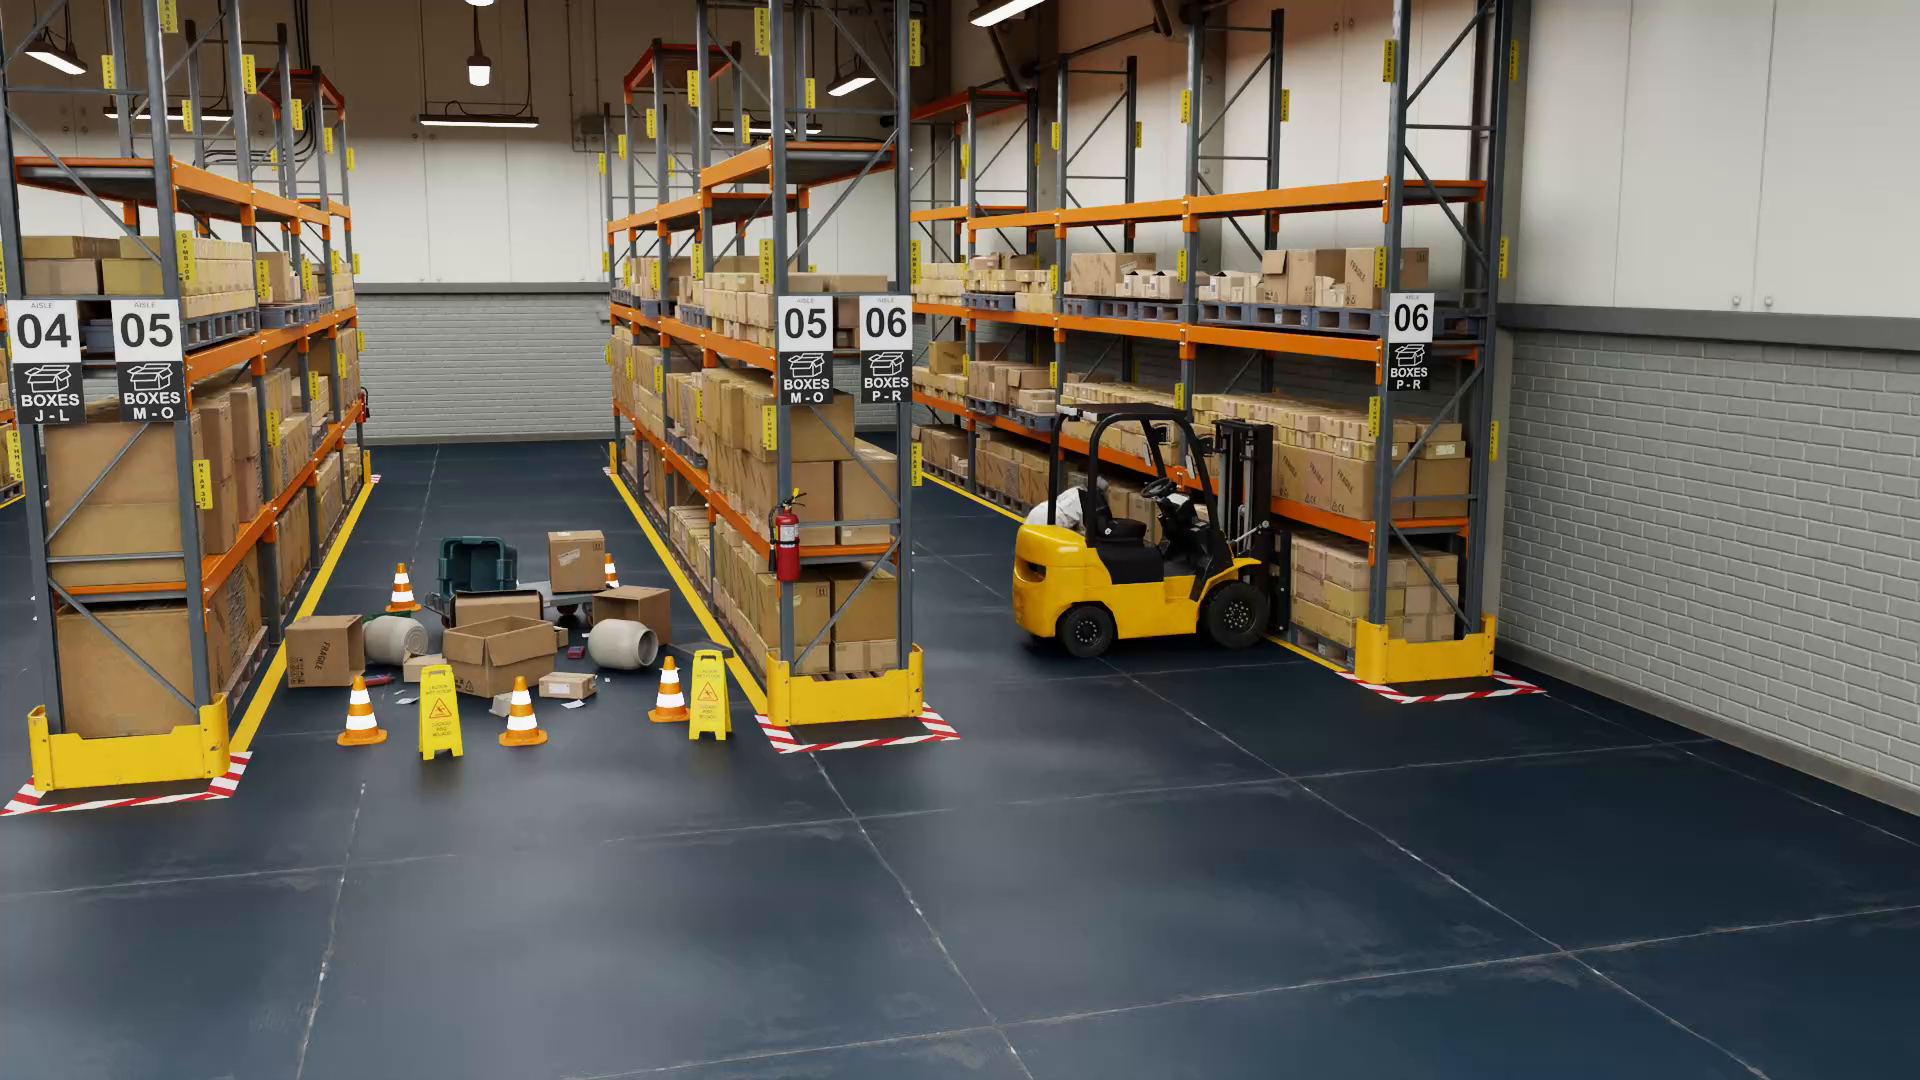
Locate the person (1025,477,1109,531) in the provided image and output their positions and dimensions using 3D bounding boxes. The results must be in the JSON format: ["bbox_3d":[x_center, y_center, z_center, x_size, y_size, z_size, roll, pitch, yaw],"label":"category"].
[{"bbox_3d":[1.098,0.035,16.729,0.873,1.325,0.467,-3,10,-18],"label":"person"}]
